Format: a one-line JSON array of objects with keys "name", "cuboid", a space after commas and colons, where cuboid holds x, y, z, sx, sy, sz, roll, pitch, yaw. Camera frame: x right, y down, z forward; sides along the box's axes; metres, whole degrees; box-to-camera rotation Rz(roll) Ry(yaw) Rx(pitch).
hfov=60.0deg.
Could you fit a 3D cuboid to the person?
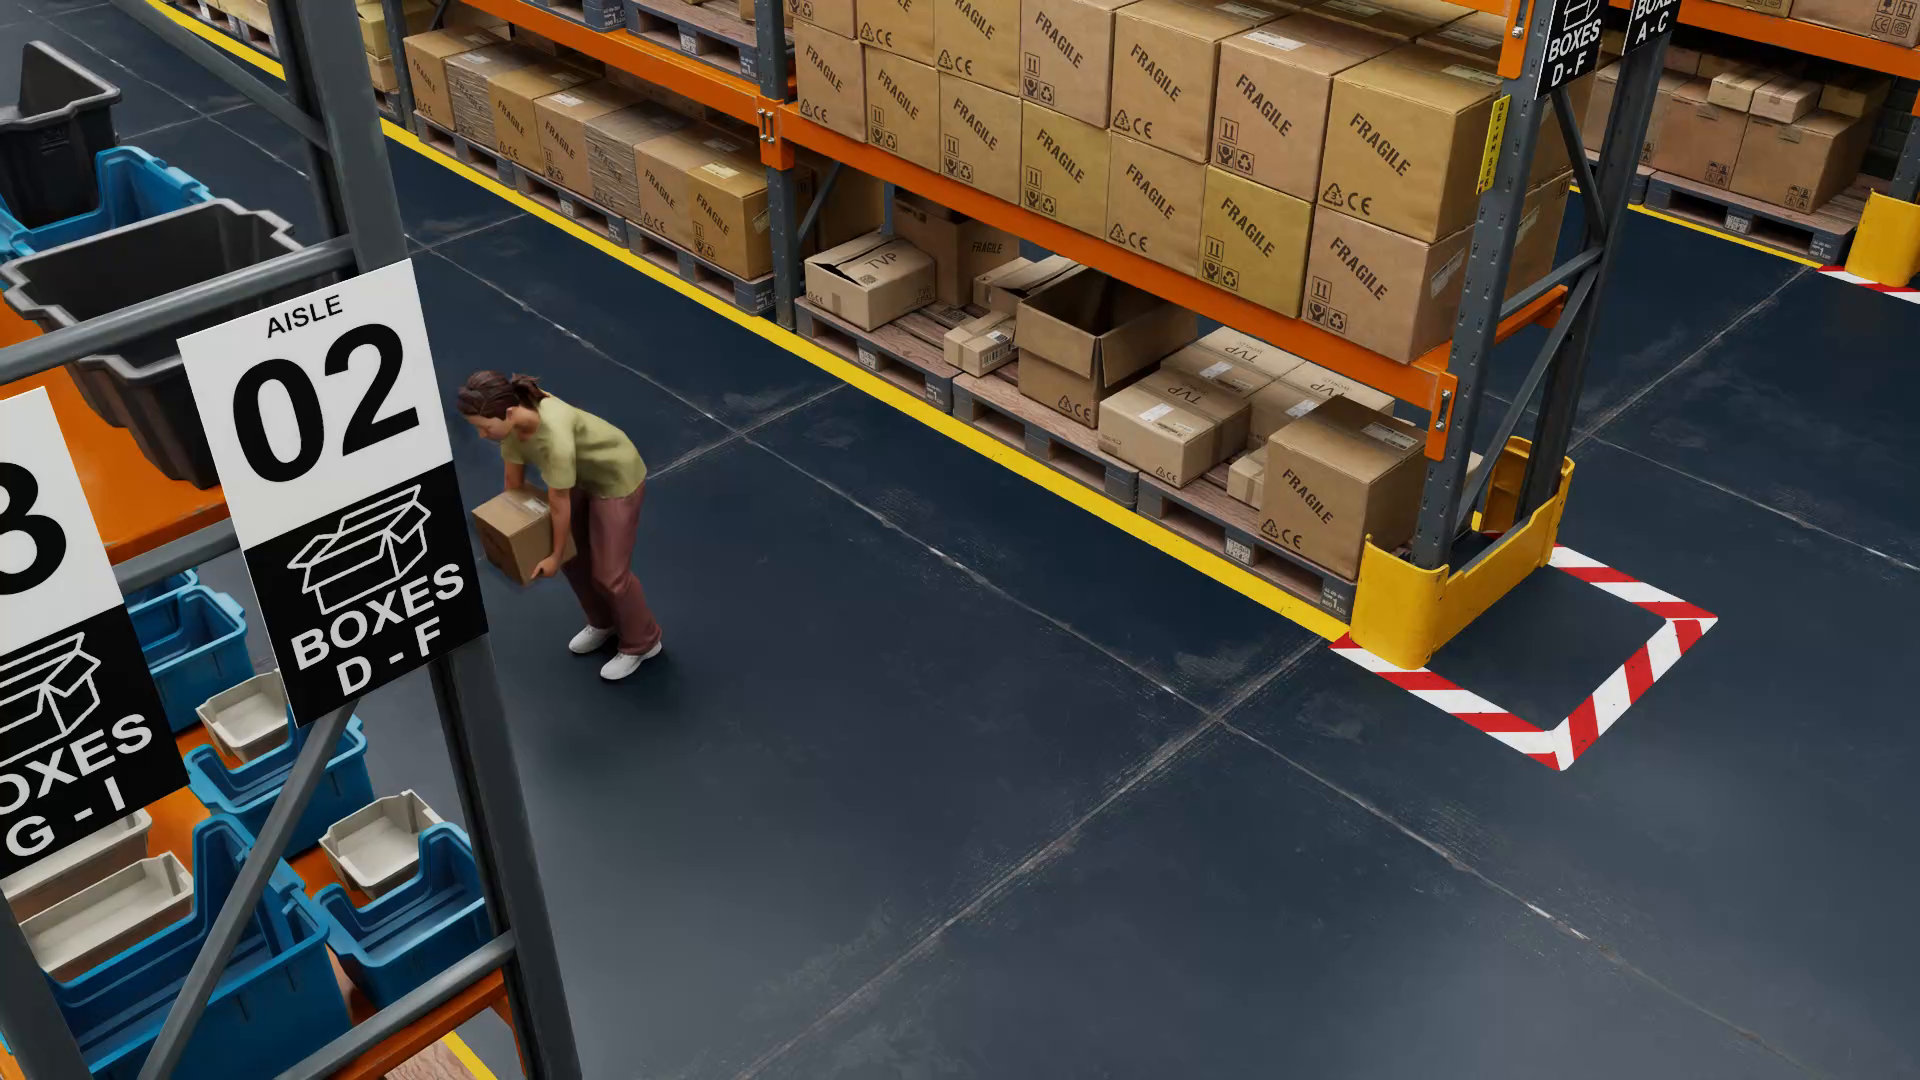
[{"name": "person", "cuboid": [-1.526, -0.082, 6.427, 0.411, 1.489, 0.685, 29, 45, 34]}]
